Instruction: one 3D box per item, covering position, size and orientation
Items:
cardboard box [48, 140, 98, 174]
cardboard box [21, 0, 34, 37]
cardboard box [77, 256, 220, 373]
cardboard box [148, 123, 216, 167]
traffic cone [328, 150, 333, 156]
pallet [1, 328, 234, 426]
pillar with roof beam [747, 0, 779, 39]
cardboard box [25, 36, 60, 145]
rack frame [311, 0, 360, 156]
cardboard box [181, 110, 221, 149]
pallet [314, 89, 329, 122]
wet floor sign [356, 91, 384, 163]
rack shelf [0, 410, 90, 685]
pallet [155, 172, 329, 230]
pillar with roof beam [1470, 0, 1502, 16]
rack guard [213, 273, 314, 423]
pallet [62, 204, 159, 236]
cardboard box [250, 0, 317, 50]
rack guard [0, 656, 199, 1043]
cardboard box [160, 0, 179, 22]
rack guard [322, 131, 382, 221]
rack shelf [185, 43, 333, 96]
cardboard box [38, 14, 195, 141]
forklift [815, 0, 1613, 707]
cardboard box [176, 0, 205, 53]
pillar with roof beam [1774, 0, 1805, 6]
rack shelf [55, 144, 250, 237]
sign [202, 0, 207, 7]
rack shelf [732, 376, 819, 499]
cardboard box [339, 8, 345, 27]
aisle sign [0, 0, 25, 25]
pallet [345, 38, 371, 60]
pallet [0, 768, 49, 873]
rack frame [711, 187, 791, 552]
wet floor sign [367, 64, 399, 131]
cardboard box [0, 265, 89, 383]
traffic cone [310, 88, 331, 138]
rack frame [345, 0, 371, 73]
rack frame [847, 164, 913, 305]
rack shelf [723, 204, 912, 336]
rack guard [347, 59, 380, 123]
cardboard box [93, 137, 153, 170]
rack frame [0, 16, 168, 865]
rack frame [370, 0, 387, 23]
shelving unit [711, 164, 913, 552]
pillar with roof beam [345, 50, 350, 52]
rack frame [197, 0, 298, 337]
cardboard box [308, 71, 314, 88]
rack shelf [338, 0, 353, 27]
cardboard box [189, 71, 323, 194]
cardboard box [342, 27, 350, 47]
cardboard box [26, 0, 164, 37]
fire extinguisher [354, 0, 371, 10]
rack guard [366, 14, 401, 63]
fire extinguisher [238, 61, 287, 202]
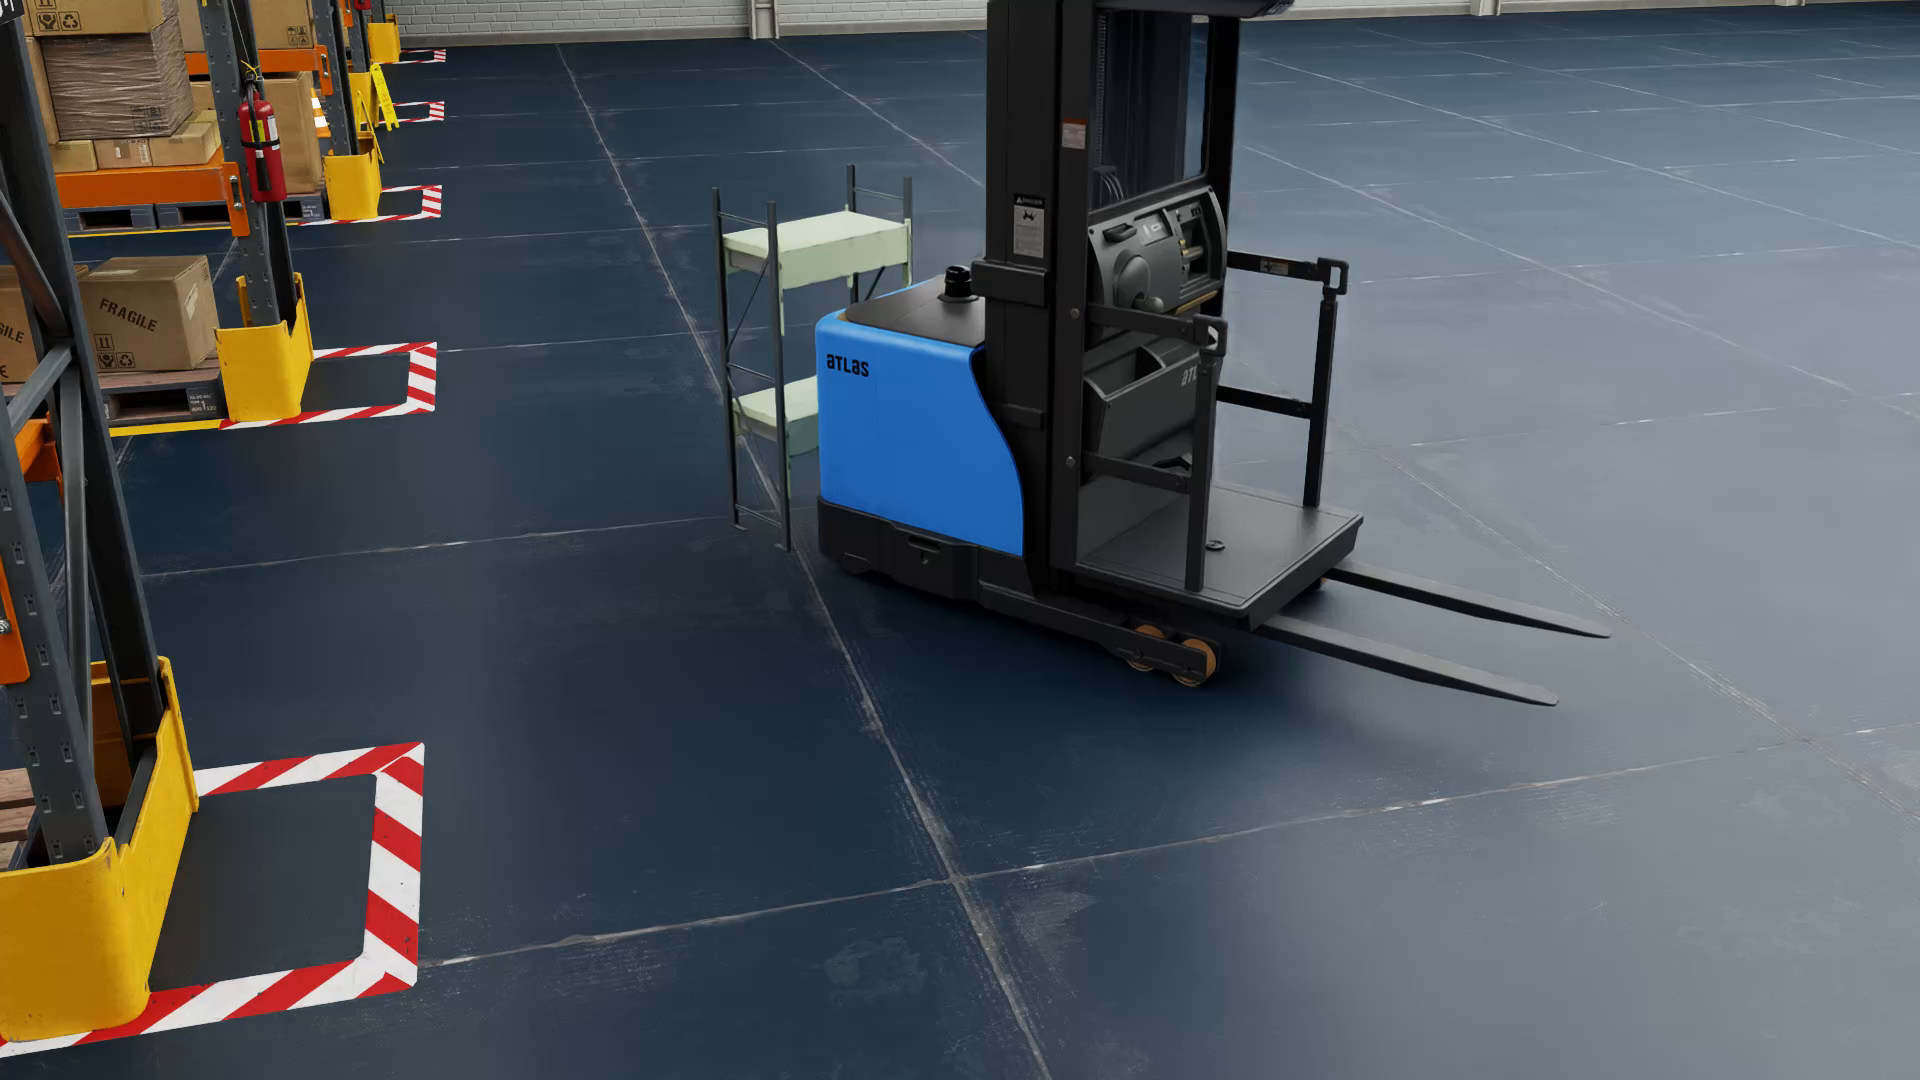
[{"bbox_3d":[-4.415,-1.936,8.277,0.250,0.149,0.380,-6,24,-14],"label":"cardboard box"},{"bbox_3d":[-4.672,-2.667,7.890,0.500,0.500,0.500,-6,24,-14],"label":"cardboard box"},{"bbox_3d":[-4.335,-1.217,8.919,0.500,0.500,0.500,-2,23,-5],"label":"cardboard box"},{"bbox_3d":[-3.948,-2.009,8.446,0.250,0.149,0.380,-6,24,-14],"label":"cardboard box"},{"bbox_3d":[-5.844,-3.909,15.772,0.334,0.463,0.336,-6,24,-14],"label":"traffic cone"},{"bbox_3d":[-4.594,-0.870,9.010,1.213,0.211,1.003,-6,24,-14],"label":"pallet"},{"bbox_3d":[-1.724,-9.909,18.931,0.400,9.000,9.100,-6,24,-14],"label":"pillar with roof beam"},{"bbox_3d":[-4.715,-2.268,8.229,0.500,0.500,0.875,-6,24,-14],"label":"cardboard box"},{"bbox_3d":[-4.972,-4.127,13.063,0.127,3.000,1.000,-6,24,-14],"label":"rack frame"},{"bbox_3d":[-4.068,-2.177,8.839,0.250,0.149,0.380,-6,24,-14],"label":"cardboard box"},{"bbox_3d":[-7.271,-4.633,17.779,1.213,0.211,1.003,-6,24,-14],"label":"pallet"},{"bbox_3d":[-5.479,-3.800,15.287,0.232,0.644,0.267,-11,25,-23],"label":"wet floor sign"},{"bbox_3d":[-4.317,0.191,3.913,4.000,0.370,1.077,-6,24,-14],"label":"rack shelf"},{"bbox_3d":[-5.720,-2.730,13.345,1.213,0.211,1.003,-6,24,-14],"label":"pallet"},{"bbox_3d":[9.829,-11.187,21.910,0.400,9.000,9.100,-6,24,-14],"label":"pillar with roof beam"},{"bbox_3d":[-3.802,-1.076,9.124,0.348,0.500,1.175,-6,24,-14],"label":"rack guard"},{"bbox_3d":[-6.893,-2.602,13.046,1.213,0.211,1.003,-6,24,-14],"label":"pallet"},{"bbox_3d":[-5.317,-4.139,12.902,0.550,0.550,0.875,-6,24,-14],"label":"cardboard box"},{"bbox_3d":[-2.452,0.822,4.700,0.348,0.500,1.175,-6,24,-14],"label":"rack guard"},{"bbox_3d":[-4.332,-2.920,8.479,0.500,0.500,0.500,-6,24,-14],"label":"cardboard box"},{"bbox_3d":[-4.948,-2.980,13.562,0.348,0.500,1.175,-6,24,-14],"label":"rack guard"},{"bbox_3d":[-6.897,-3.583,12.709,4.000,0.370,1.077,-6,24,-14],"label":"rack shelf"},{"bbox_3d":[-4.266,-2.367,8.459,0.500,0.500,0.875,-6,24,-14],"label":"cardboard box"},{"bbox_3d":[0.903,-1.056,5.995,3.031,2.935,1.130,16,28,32],"label":"forklift"},{"bbox_3d":[-5.840,-4.072,12.746,0.550,0.550,0.875,-6,24,-14],"label":"cardboard box"},{"bbox_3d":[15.606,-11.826,23.399,0.400,9.000,9.100,-6,24,-14],"label":"pillar with roof beam"},{"bbox_3d":[-5.655,-1.689,8.295,4.000,0.370,1.077,-6,24,-14],"label":"rack shelf"},{"bbox_3d":[-3.598,-2.697,7.863,0.005,0.325,0.100,-6,24,-14],"label":"sign"},{"bbox_3d":[-0.611,-0.498,7.336,0.720,0.370,0.431,-21,31,-40],"label":"rack shelf"},{"bbox_3d":[-8.135,-6.868,21.772,0.500,0.250,0.500,-7,24,-15],"label":"cardboard box"},{"bbox_3d":[-2.401,-1.666,4.032,0.004,0.787,0.394,-6,24,-14],"label":"aisle sign"},{"bbox_3d":[-8.475,-6.501,22.132,1.213,0.211,1.003,-6,24,-14],"label":"pallet"},{"bbox_3d":[-3.235,1.040,4.560,1.213,0.211,1.003,-6,24,-14],"label":"pallet"},{"bbox_3d":[-0.872,-0.697,6.972,0.023,1.500,0.400,-21,31,-40],"label":"rack frame"},{"bbox_3d":[-5.934,-4.527,16.983,0.232,0.644,0.267,2,23,4],"label":"wet floor sign"},{"bbox_3d":[-4.901,-1.140,8.741,0.500,0.500,0.500,0,23,0],"label":"cardboard box"},{"bbox_3d":[-6.472,-4.294,16.670,0.334,0.463,0.336,-6,24,-14],"label":"traffic cone"},{"bbox_3d":[-6.406,-5.995,17.418,0.127,3.000,1.000,-6,24,-14],"label":"rack frame"},{"bbox_3d":[-0.349,-0.899,7.443,0.023,1.500,0.400,-21,31,-40],"label":"rack frame"},{"bbox_3d":[-0.611,-1.156,7.053,0.720,0.370,0.431,-21,31,-40],"label":"rack shelf"},{"bbox_3d":[-6.479,-4.838,17.892,0.348,0.500,1.175,-6,24,-14],"label":"rack guard"},{"bbox_3d":[-4.189,-1.982,8.384,0.250,0.149,0.380,-6,24,-14],"label":"cardboard box"},{"bbox_3d":[-2.391,-0.352,4.267,0.127,3.000,1.000,-6,24,-14],"label":"rack frame"},{"bbox_3d":[-7.750,-7.879,21.809,0.127,3.000,1.000,-6,24,-14],"label":"rack frame"},{"bbox_3d":[-0.611,-0.798,7.207,0.755,1.500,0.431,-21,31,-40],"label":"shelving unit"},{"bbox_3d":[-7.501,-9.270,17.442,0.400,9.000,9.100,-6,24,-14],"label":"pillar with roof beam"},{"bbox_3d":[-3.729,-2.233,8.650,0.127,3.000,1.000,-6,24,-14],"label":"rack frame"},{"bbox_3d":[-7.257,-4.944,17.922,0.500,0.250,0.500,-7,24,-15],"label":"cardboard box"},{"bbox_3d":[-8.332,-5.452,17.063,4.000,0.370,1.077,-6,24,-14],"label":"rack shelf"},{"bbox_3d":[-5.607,-3.246,13.173,0.875,0.875,0.875,-6,24,-14],"label":"cardboard box"},{"bbox_3d":[-8.117,-6.639,21.872,0.500,0.250,0.500,-6,24,-14],"label":"cardboard box"},{"bbox_3d":[-4.192,-2.723,8.019,0.500,0.500,0.500,-6,24,-14],"label":"cardboard box"},{"bbox_3d":[-6.171,-5.797,17.054,0.183,0.674,0.296,-6,24,-14],"label":"fire extinguisher"},{"bbox_3d":[-7.727,-6.733,22.308,0.348,0.500,1.175,-6,24,-14],"label":"rack guard"},{"bbox_3d":[-3.494,-2.034,8.285,0.183,0.674,0.296,-6,24,-14],"label":"fire extinguisher"}]
